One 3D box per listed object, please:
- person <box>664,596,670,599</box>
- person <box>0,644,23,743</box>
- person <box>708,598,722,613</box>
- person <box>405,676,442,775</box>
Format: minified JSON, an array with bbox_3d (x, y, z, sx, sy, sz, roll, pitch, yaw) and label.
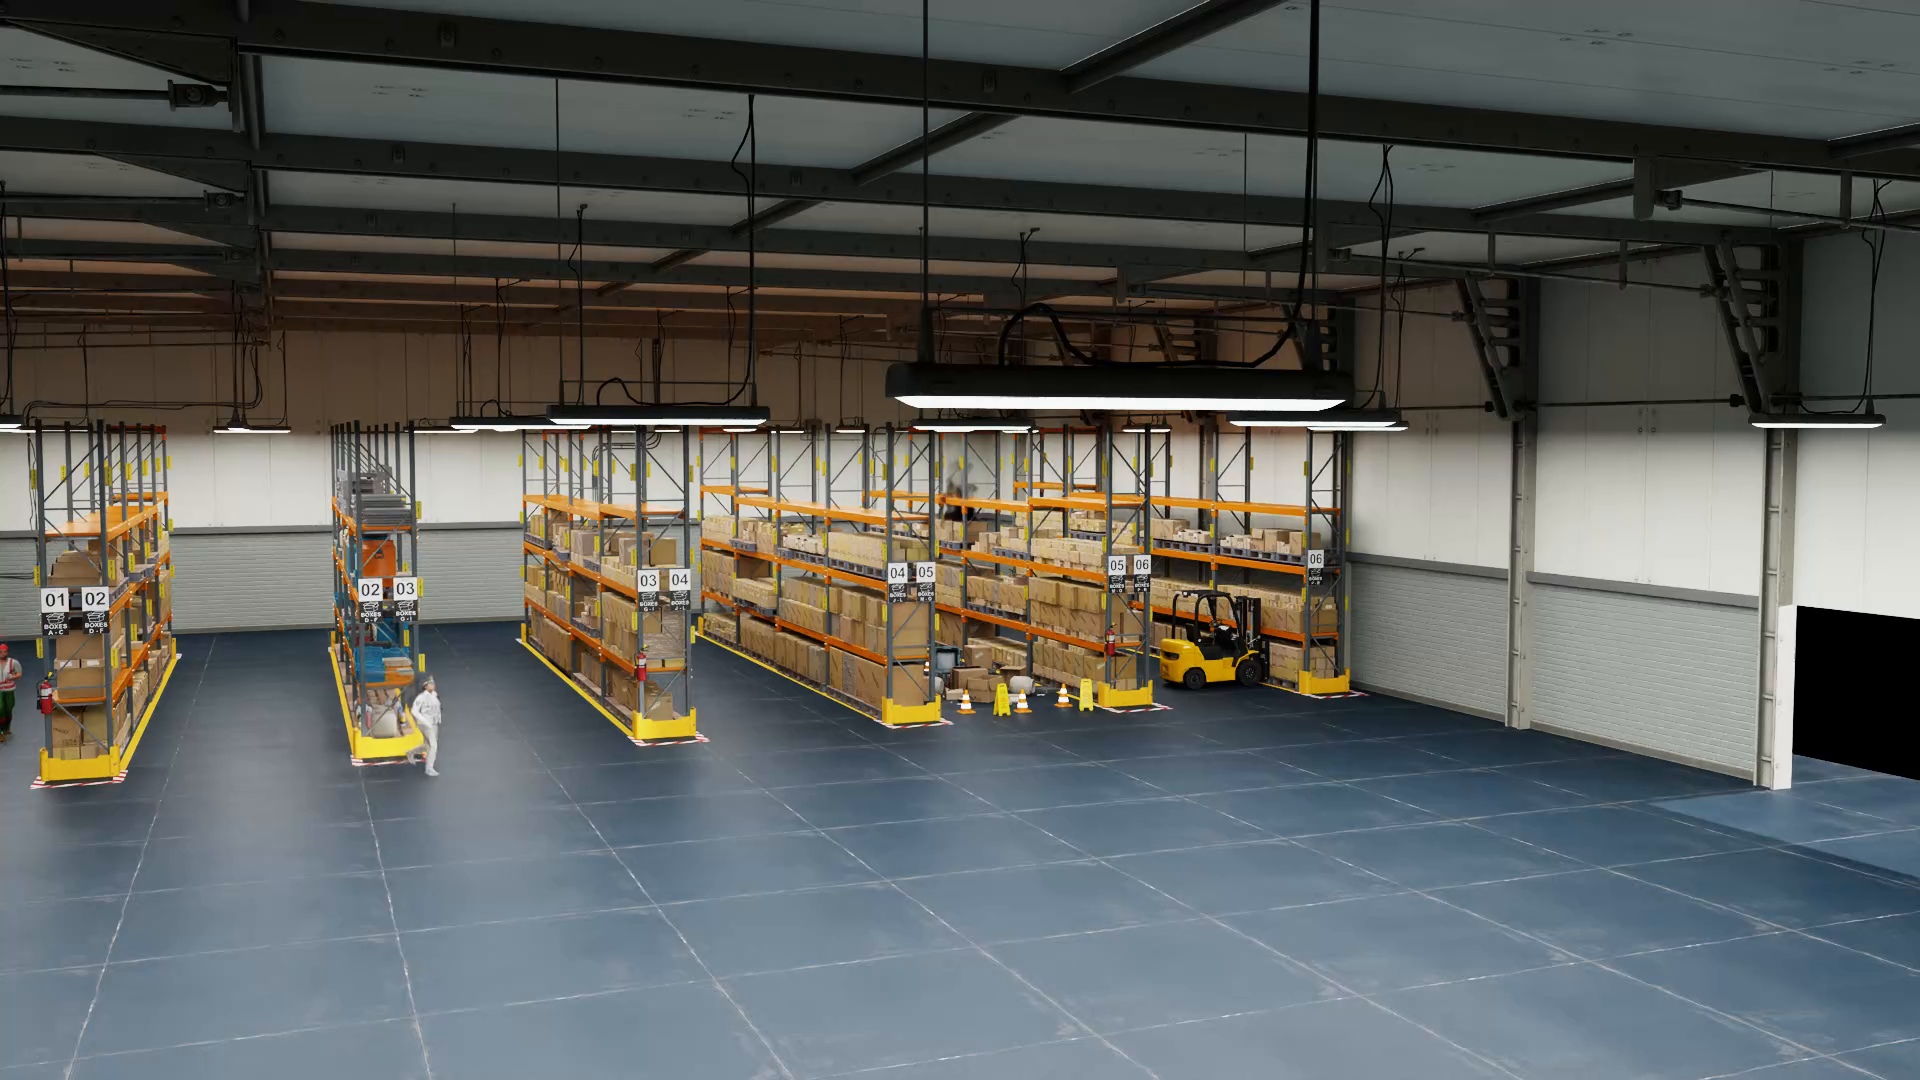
[{"bbox_3d":[-7.754,2.008,45.413,0.708,1.801,0.881,-1,4,-15],"label":"person"},{"bbox_3d":[-17.997,2.868,31.279,0.643,1.844,0.876,-2,4,-34],"label":"person"},{"bbox_3d":[-7.205,1.803,49.457,0.650,1.699,0.680,0,4,-3],"label":"person"},{"bbox_3d":[-9.094,3.134,28.234,0.634,1.699,0.629,1,4,18],"label":"person"}]
